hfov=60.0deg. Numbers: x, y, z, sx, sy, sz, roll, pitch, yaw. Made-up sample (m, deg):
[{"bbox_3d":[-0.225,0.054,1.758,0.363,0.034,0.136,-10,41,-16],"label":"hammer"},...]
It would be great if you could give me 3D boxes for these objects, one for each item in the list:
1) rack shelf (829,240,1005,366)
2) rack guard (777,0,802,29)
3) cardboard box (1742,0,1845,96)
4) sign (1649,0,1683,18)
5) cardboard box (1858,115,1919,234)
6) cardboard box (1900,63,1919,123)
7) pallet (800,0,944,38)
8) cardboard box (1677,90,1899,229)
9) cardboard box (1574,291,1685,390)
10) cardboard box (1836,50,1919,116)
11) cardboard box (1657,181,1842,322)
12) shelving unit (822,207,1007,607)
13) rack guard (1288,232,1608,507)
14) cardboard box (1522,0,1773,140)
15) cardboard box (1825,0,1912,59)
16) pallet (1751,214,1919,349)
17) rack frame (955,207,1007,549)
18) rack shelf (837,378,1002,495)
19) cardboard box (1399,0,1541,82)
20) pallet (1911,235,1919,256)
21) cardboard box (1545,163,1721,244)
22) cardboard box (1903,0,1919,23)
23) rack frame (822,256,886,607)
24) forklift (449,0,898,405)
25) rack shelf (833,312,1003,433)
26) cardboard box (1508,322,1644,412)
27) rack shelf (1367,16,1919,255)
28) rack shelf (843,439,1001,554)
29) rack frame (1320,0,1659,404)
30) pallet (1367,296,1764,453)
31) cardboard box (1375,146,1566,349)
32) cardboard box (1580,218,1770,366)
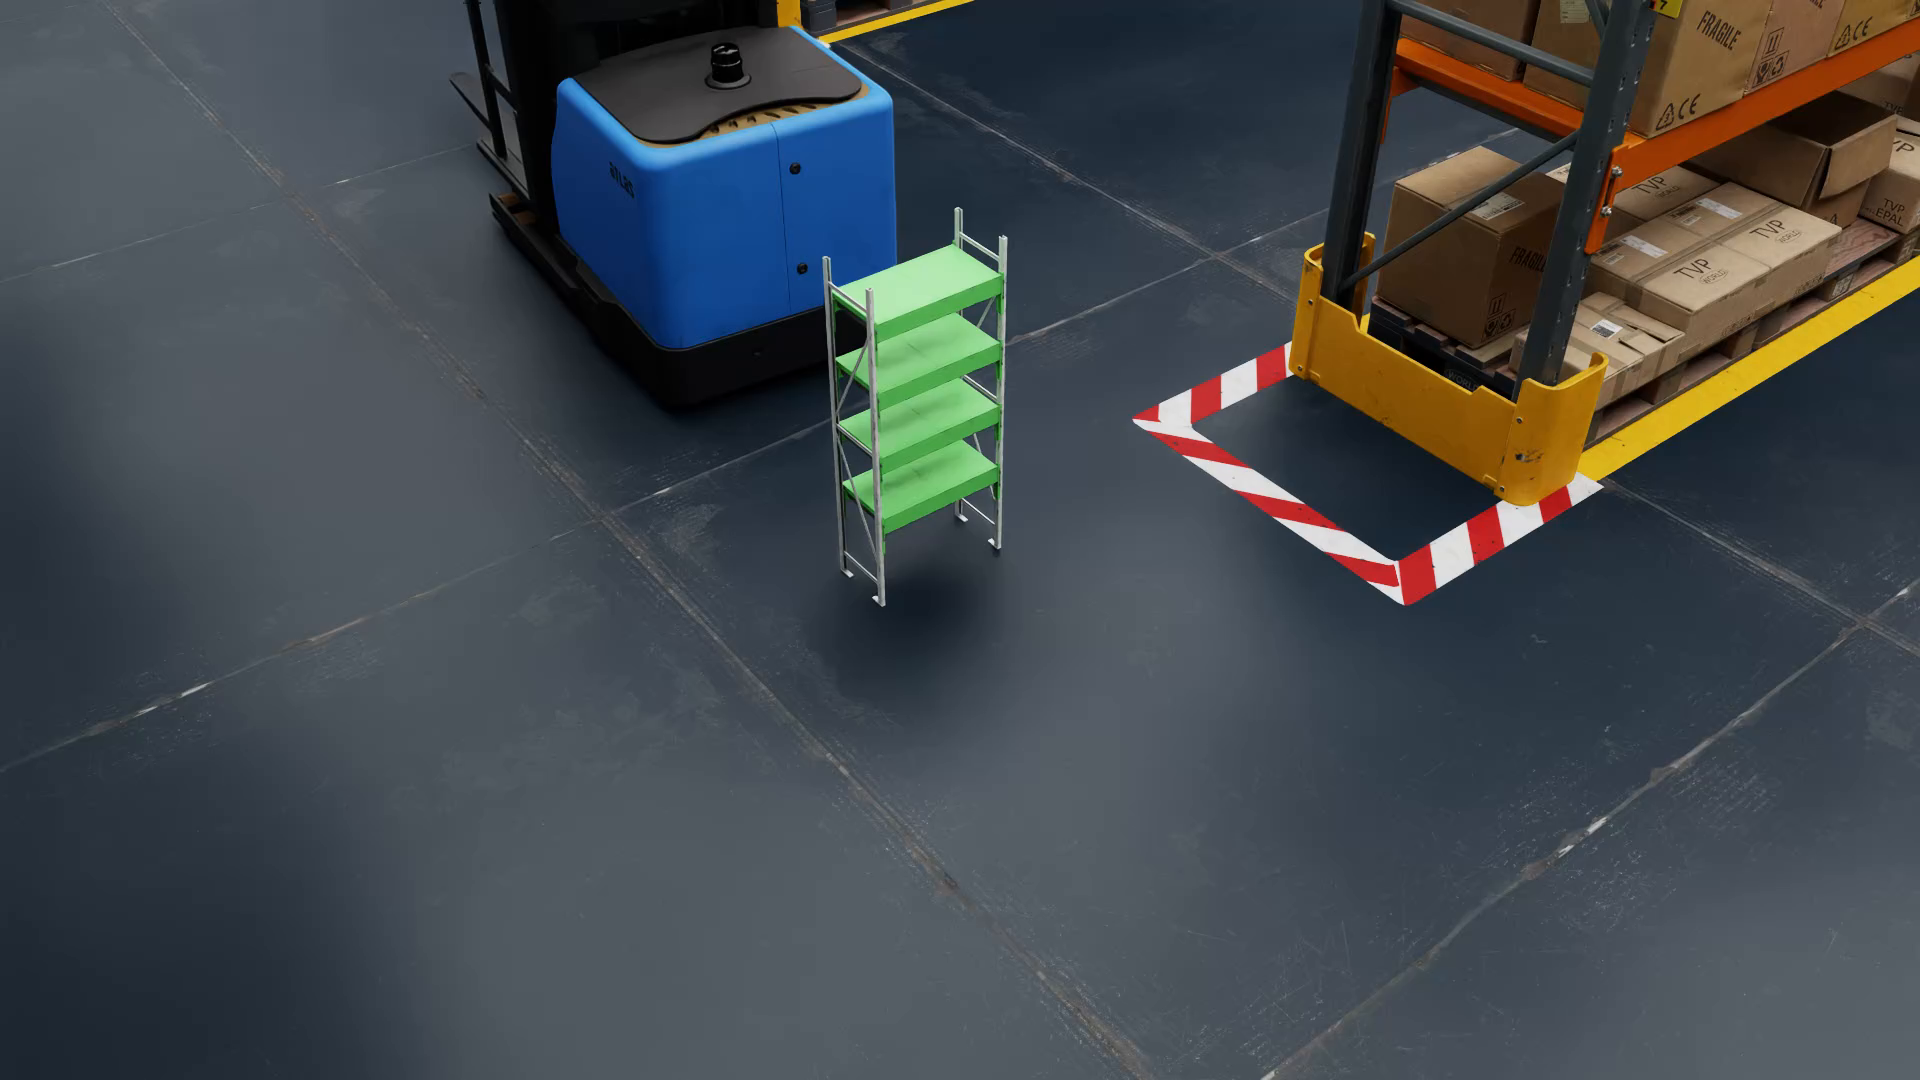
[{"bbox_3d":[-0.131,-0.722,5.028,0.480,0.148,0.258,-26,46,-28],"label":"rack shelf"},{"bbox_3d":[-1.321,-3.103,9.138,0.348,0.500,1.175,-26,46,-28],"label":"rack guard"},{"bbox_3d":[2.624,-1.872,5.588,0.500,0.500,0.500,-26,46,-28],"label":"cardboard box"},{"bbox_3d":[2.036,-1.654,4.719,0.005,0.325,0.100,-26,46,-28],"label":"sign"},{"bbox_3d":[4.003,-1.616,7.128,0.500,0.311,0.500,-26,46,-28],"label":"cardboard box"},{"bbox_3d":[4.598,-1.979,7.422,0.500,0.500,0.500,-26,46,-28],"label":"cardboard box"},{"bbox_3d":[-0.633,-3.306,9.614,1.213,0.211,1.003,-26,46,-28],"label":"pallet"},{"bbox_3d":[3.390,-1.615,6.975,0.637,0.503,0.797,-26,46,-28],"label":"cardboard box"},{"bbox_3d":[2.445,-0.753,6.190,0.250,0.166,0.380,-26,46,-28],"label":"cardboard box"},{"bbox_3d":[4.412,-2.215,7.859,0.500,0.311,0.500,-26,46,-28],"label":"cardboard box"},{"bbox_3d":[3.102,-1.153,6.612,0.500,0.250,0.500,-26,46,-28],"label":"cardboard box"},{"bbox_3d":[-0.131,-0.400,5.291,0.503,1.200,0.258,-26,46,-28],"label":"shelving unit"},{"bbox_3d":[1.766,-0.655,6.155,0.348,0.500,1.175,-26,46,-28],"label":"rack guard"},{"bbox_3d":[2.218,-1.670,5.342,0.500,0.500,0.500,-25,46,-27],"label":"cardboard box"},{"bbox_3d":[3.023,-2.065,5.823,0.500,0.500,0.500,-26,46,-28],"label":"cardboard box"},{"bbox_3d":[3.364,-1.321,7.194,1.213,0.211,1.003,-26,46,-28],"label":"pallet"},{"bbox_3d":[0.062,-0.494,5.406,0.015,1.200,0.240,-26,46,-28],"label":"rack frame"},{"bbox_3d":[-0.131,-0.351,5.332,0.480,0.148,0.258,-26,46,-28],"label":"rack shelf"},{"bbox_3d":[1.895,-1.941,5.672,0.500,0.500,0.500,-25,45,-27],"label":"cardboard box"},{"bbox_3d":[4.332,-1.795,7.772,1.213,0.211,1.003,-26,46,-28],"label":"pallet"},{"bbox_3d":[2.758,-1.386,6.895,0.500,0.250,0.500,-26,46,-28],"label":"cardboard box"},{"bbox_3d":[3.421,-2.257,6.057,0.500,0.500,0.500,-25,46,-28],"label":"cardboard box"},{"bbox_3d":[-0.325,-0.306,5.177,0.015,1.200,0.240,-26,46,-28],"label":"rack frame"},{"bbox_3d":[-1.432,-2.551,6.549,1.130,2.935,3.031,-22,44,-24],"label":"forklift"},{"bbox_3d":[-0.131,-0.536,5.180,0.480,0.148,0.258,-26,46,-28],"label":"rack shelf"},{"bbox_3d":[2.247,-0.649,6.077,0.250,0.149,0.380,-26,46,-28],"label":"cardboard box"},{"bbox_3d":[3.291,-2.087,6.497,4.000,0.370,1.077,-26,46,-28],"label":"rack shelf"},{"bbox_3d":[-0.131,-0.165,5.484,0.480,0.148,0.258,-26,46,-28],"label":"rack shelf"},{"bbox_3d":[1.705,-1.592,5.326,0.127,3.000,1.000,-26,46,-28],"label":"rack frame"},{"bbox_3d":[2.397,-0.852,6.623,1.213,0.211,1.003,-26,46,-28],"label":"pallet"},{"bbox_3d":[1.986,-1.130,6.387,0.500,0.500,0.500,-26,46,-28],"label":"cardboard box"},{"bbox_3d":[2.706,-0.960,6.377,0.500,0.250,0.500,-26,46,-28],"label":"cardboard box"}]
